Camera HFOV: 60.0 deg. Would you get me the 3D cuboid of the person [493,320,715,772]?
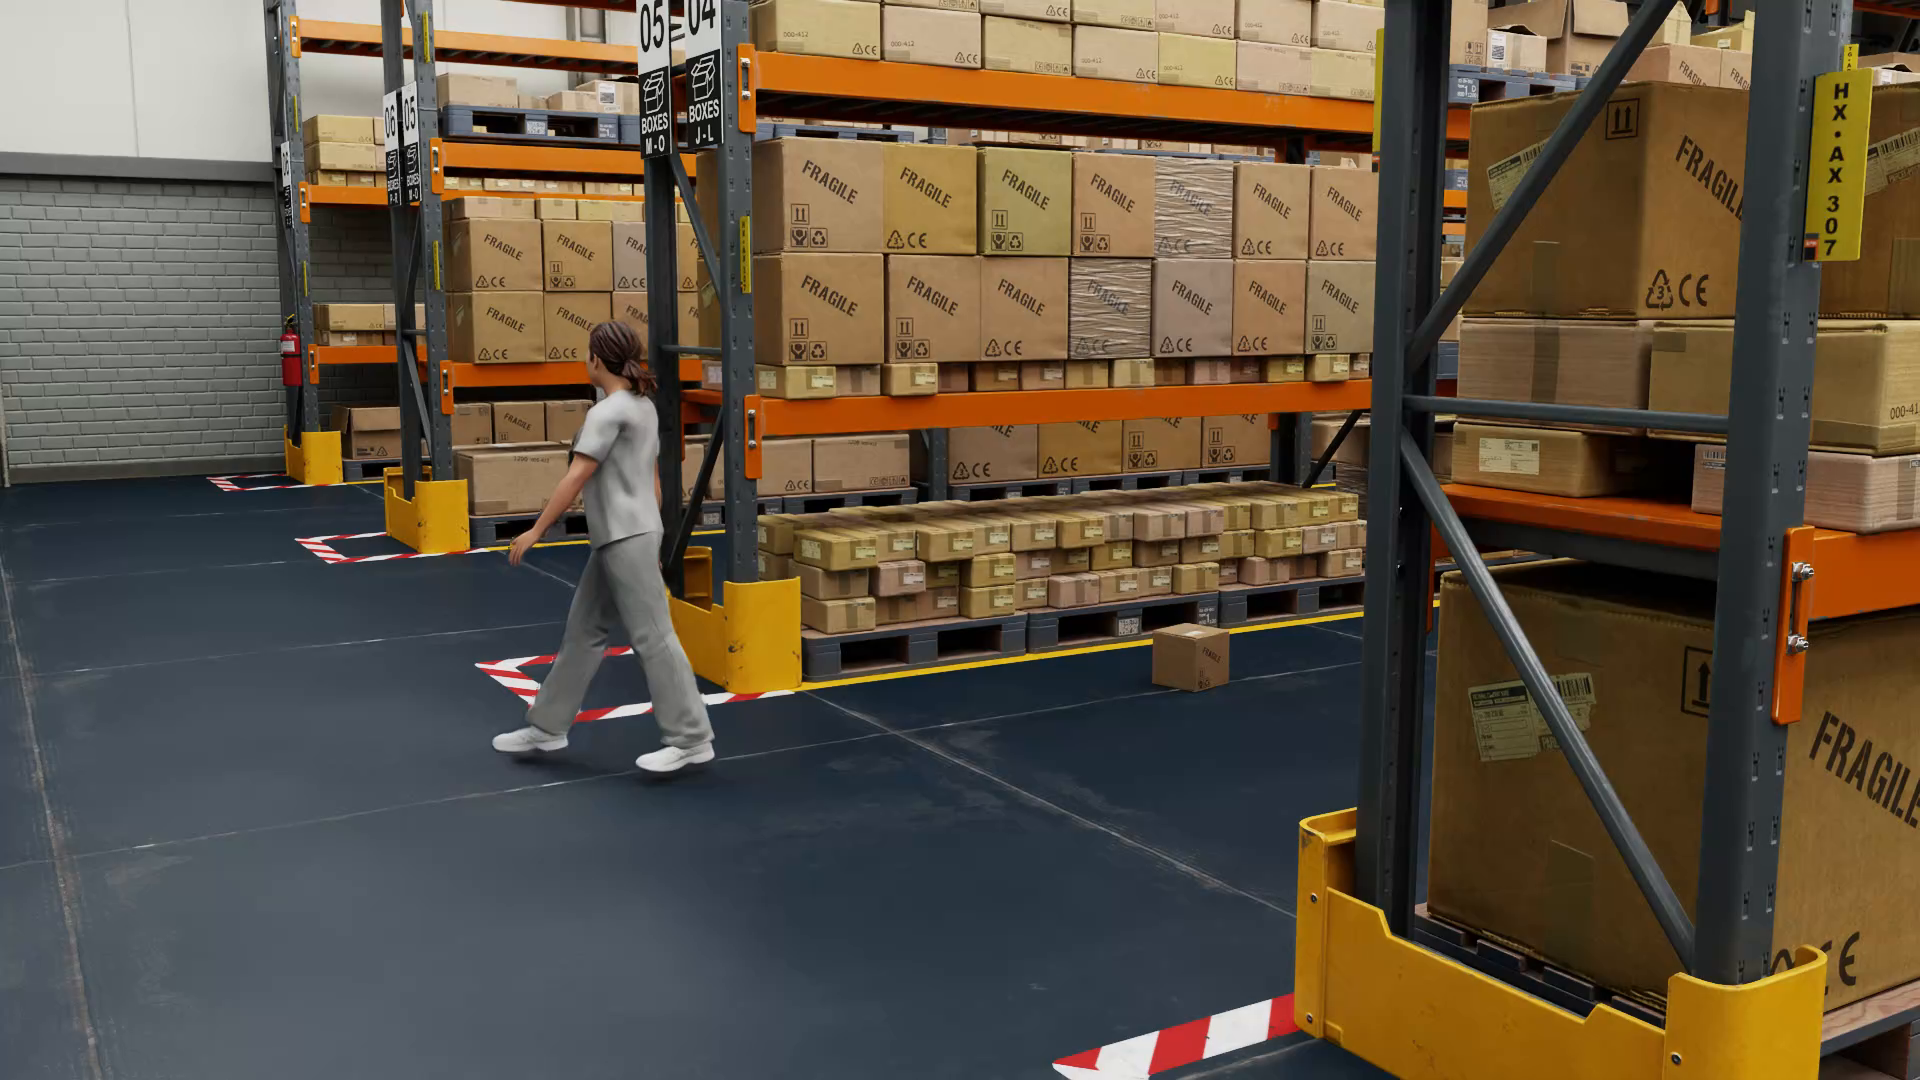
[{"bbox_3d":[-1.350,0.012,6.148,0.887,1.632,0.524,0,8,2],"label":"person"}]
